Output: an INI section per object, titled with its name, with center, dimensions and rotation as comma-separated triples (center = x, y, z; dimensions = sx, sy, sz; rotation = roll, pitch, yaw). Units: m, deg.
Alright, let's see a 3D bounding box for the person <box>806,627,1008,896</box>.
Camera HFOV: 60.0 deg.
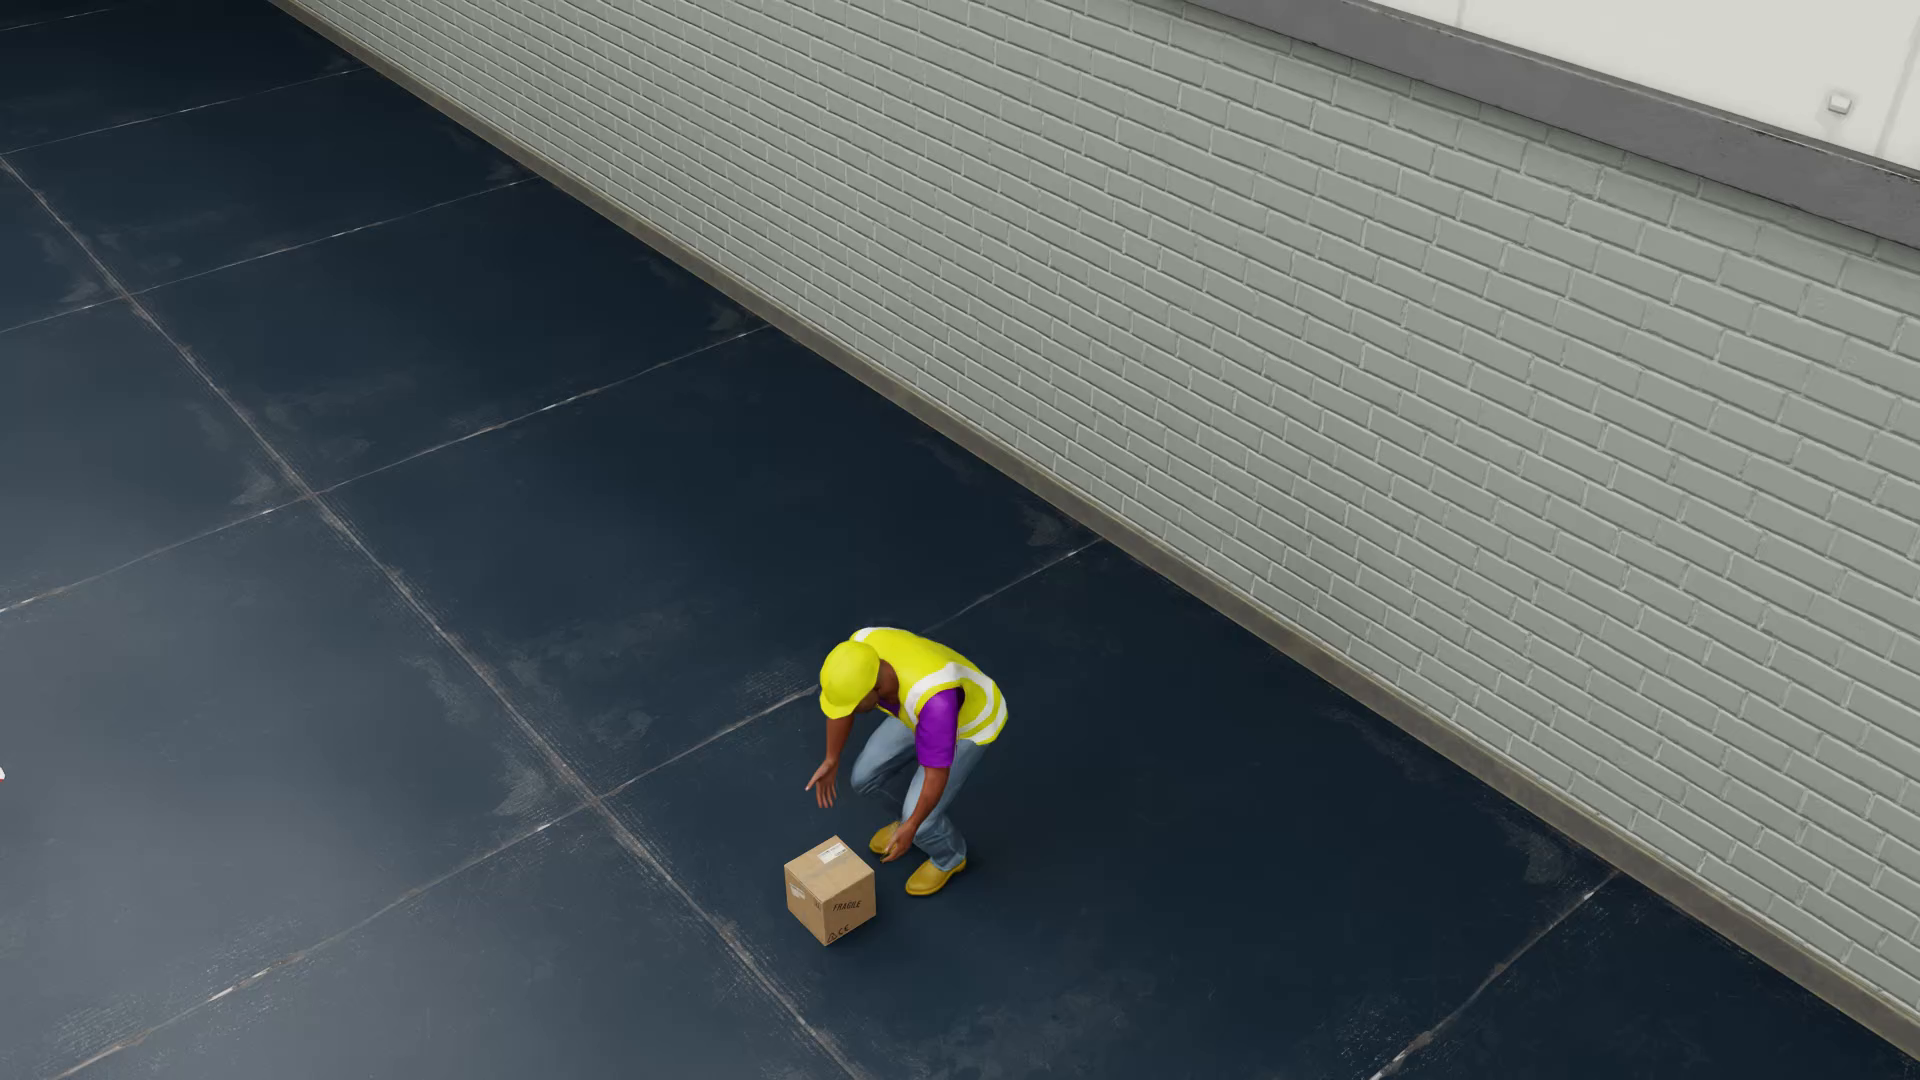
[person]
center = -0.173, 0.797, 6.338
dimensions = 0.805, 1.313, 0.629
rotation = -26, 43, -32
